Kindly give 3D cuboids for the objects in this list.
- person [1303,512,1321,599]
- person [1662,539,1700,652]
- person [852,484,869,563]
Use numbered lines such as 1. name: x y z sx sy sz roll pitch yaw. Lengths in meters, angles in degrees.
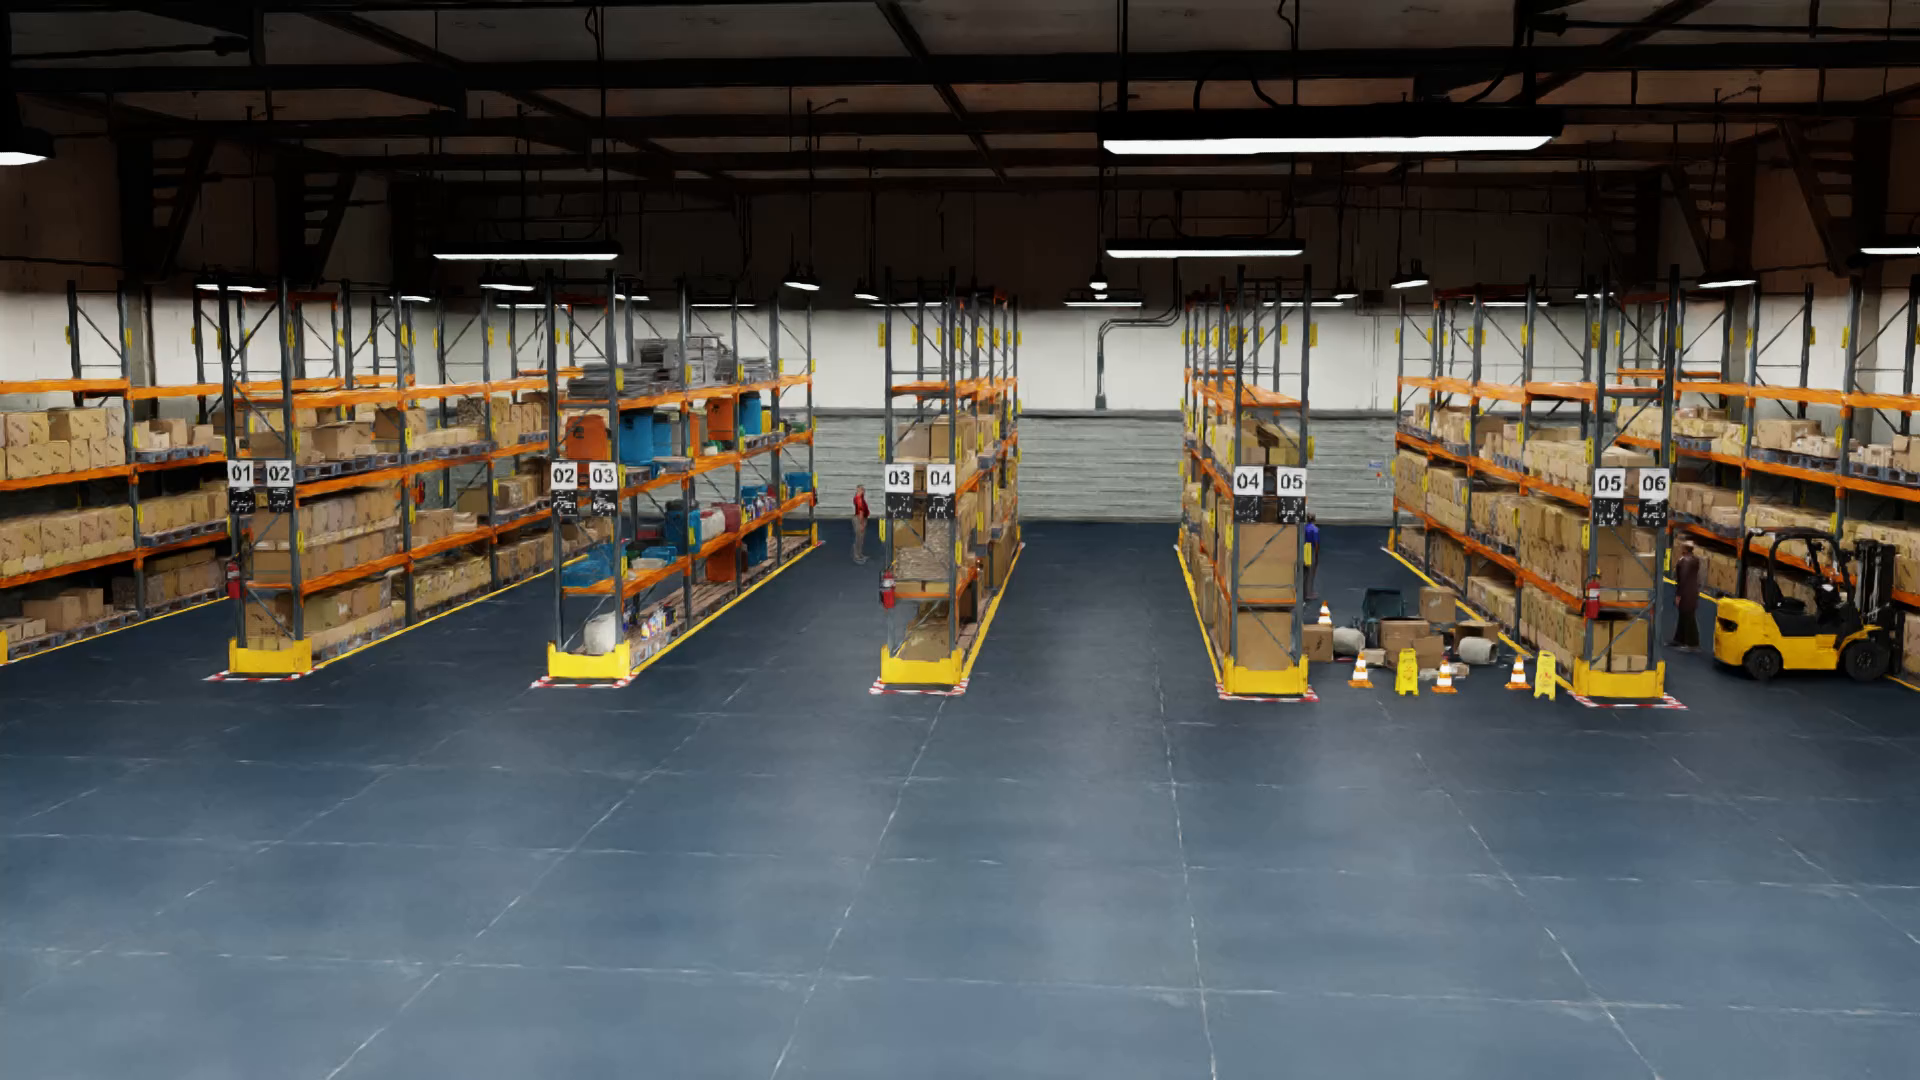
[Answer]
1. person: 6.762 0.280 32.042 0.415 1.661 0.499 -3 8 -26
2. person: 11.599 0.874 26.652 0.636 1.767 0.677 5 9 35
3. person: -2.213 -0.388 37.206 0.407 1.730 0.655 -1 7 -11
